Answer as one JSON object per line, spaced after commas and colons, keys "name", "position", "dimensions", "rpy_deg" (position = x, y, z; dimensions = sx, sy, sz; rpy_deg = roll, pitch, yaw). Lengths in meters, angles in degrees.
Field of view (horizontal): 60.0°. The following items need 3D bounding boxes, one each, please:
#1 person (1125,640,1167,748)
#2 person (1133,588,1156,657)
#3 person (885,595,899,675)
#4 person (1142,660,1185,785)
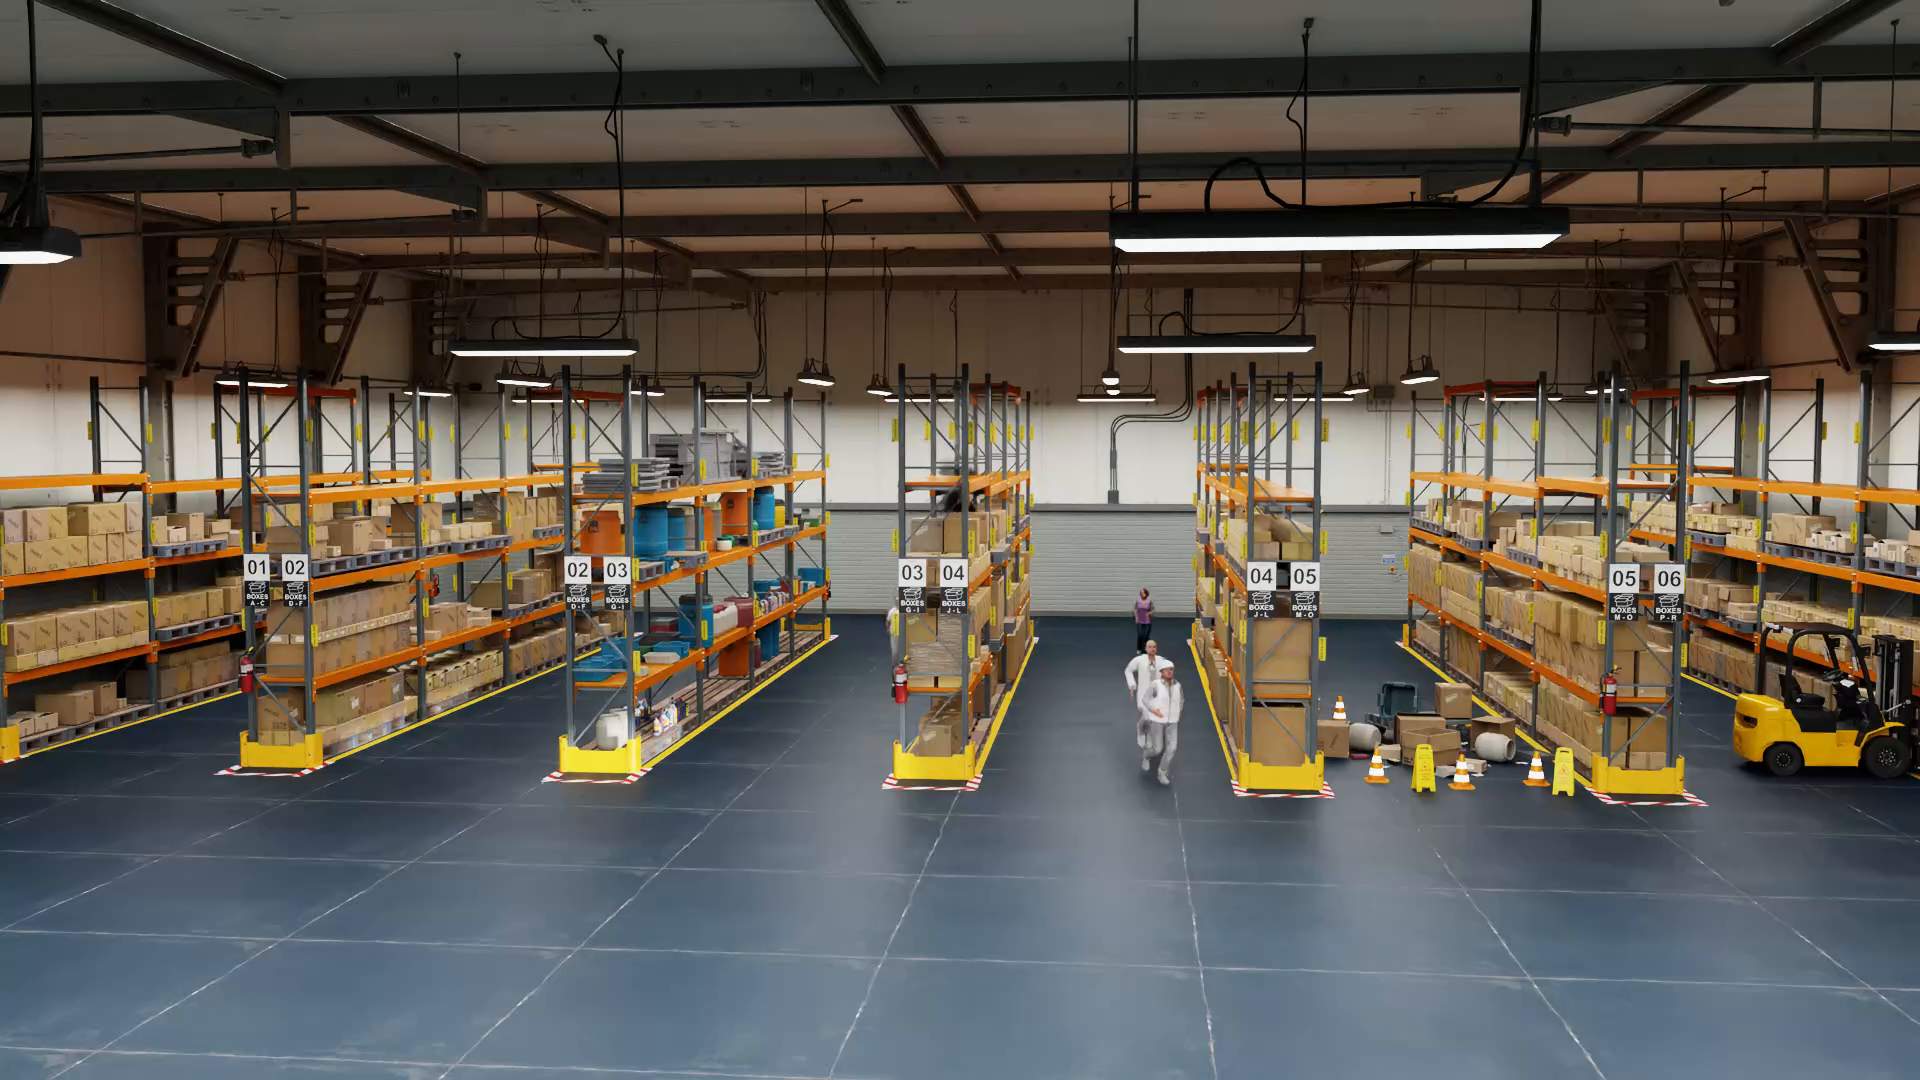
{"name": "person", "position": [2.998, 2.446, 26.132], "dimensions": [0.704, 1.734, 0.653], "rpy_deg": [-1, 4, -8]}
{"name": "person", "position": [4.072, 1.848, 36.786], "dimensions": [0.513, 1.567, 0.615], "rpy_deg": [1, 4, 11]}
{"name": "person", "position": [-1.282, 1.958, 34.607], "dimensions": [0.576, 1.645, 0.612], "rpy_deg": [0, 4, 6]}
{"name": "person", "position": [2.944, 2.603, 24.016], "dimensions": [0.683, 1.753, 0.723], "rpy_deg": [-1, 4, -15]}
